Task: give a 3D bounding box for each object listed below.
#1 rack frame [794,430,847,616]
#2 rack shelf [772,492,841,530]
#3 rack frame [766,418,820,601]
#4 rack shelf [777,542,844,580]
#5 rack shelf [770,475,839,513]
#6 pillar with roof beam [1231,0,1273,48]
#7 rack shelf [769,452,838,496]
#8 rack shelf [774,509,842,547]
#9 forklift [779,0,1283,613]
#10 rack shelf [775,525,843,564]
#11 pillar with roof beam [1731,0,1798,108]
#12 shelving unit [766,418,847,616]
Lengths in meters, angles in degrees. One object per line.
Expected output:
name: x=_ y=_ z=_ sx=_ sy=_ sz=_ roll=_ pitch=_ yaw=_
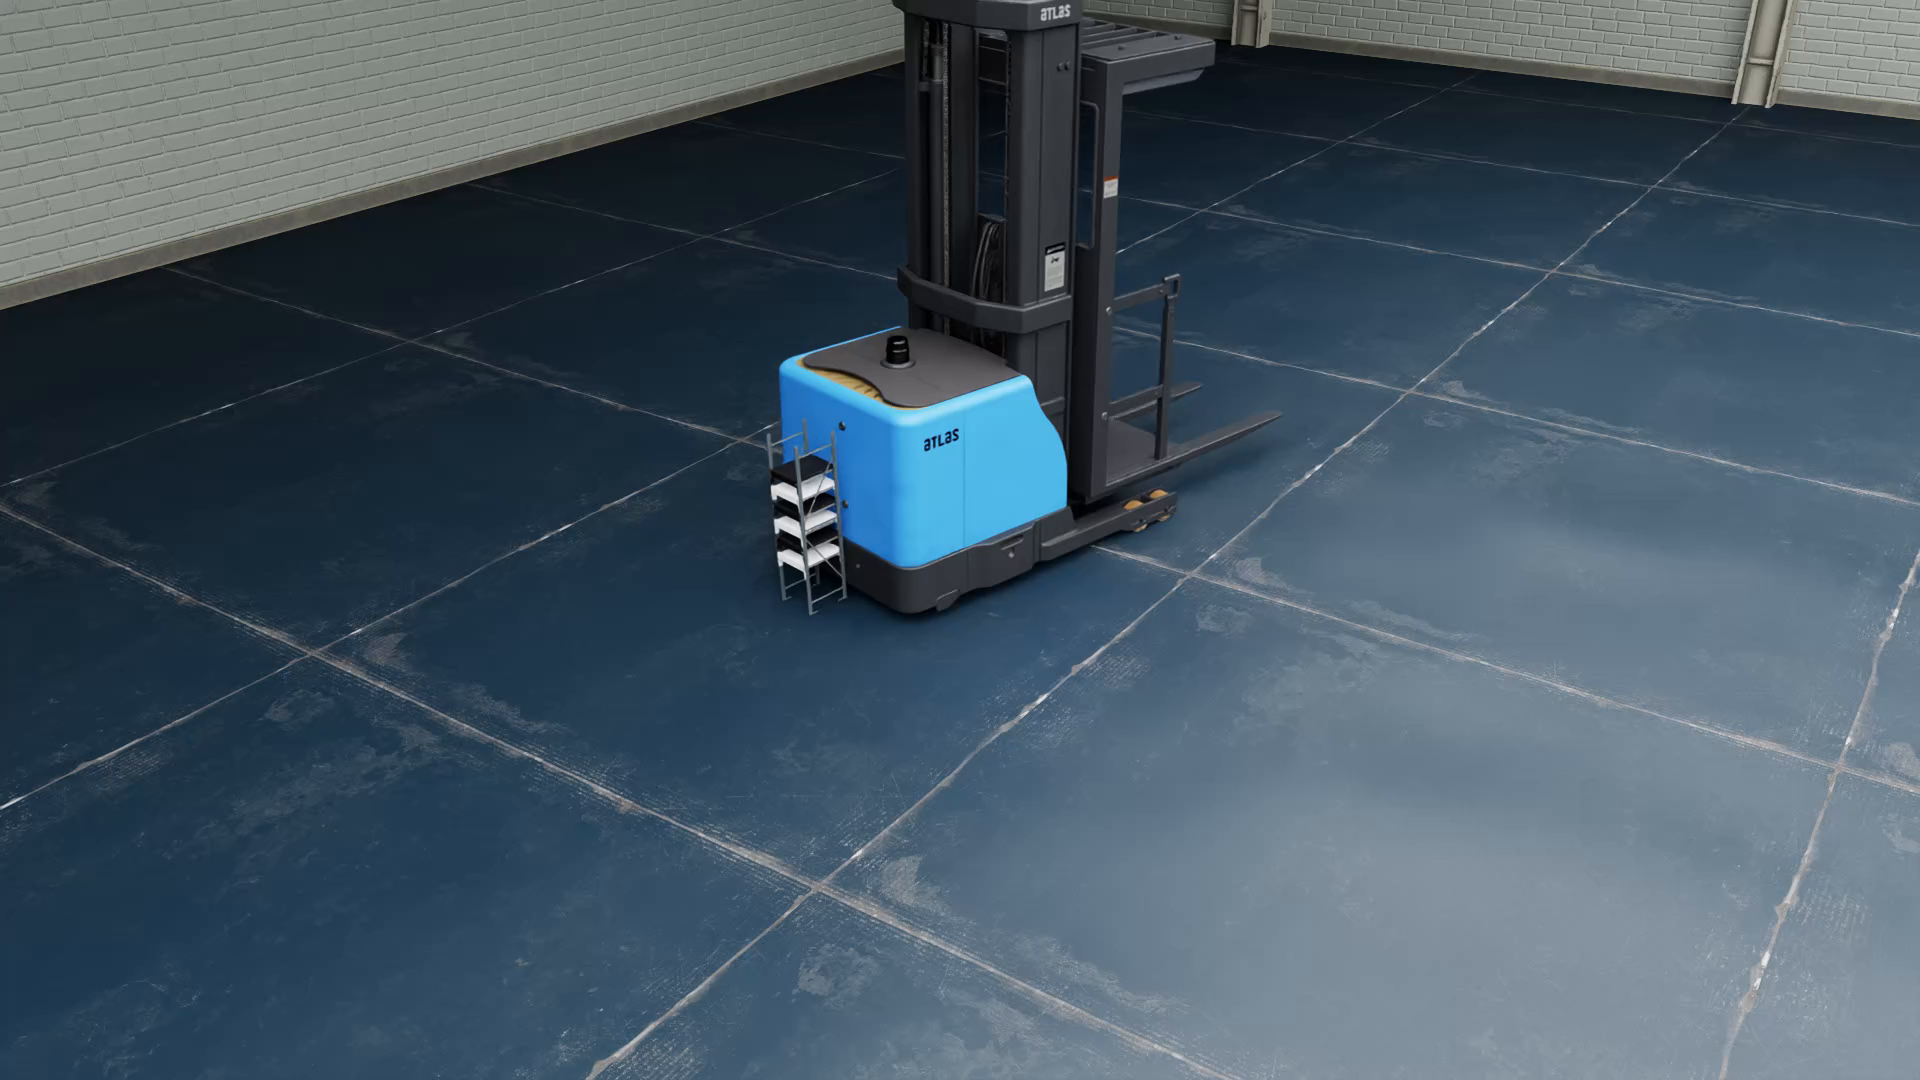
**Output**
rack frame: x=-0.658 y=-0.073 z=7.887 sx=0.240 sy=0.900 sz=0.006 roll=-27 pitch=37 yaw=-37
rack shelf: x=-0.731 y=-0.155 z=7.925 sx=0.258 sy=0.077 sz=0.200 roll=-27 pitch=37 yaw=-37
rack frame: x=-0.800 y=-0.138 z=8.016 sx=0.240 sy=0.900 sz=0.006 roll=-27 pitch=37 yaw=-37
rack shelf: x=-0.722 y=0.081 z=8.054 sx=0.258 sy=0.077 sz=0.200 roll=-27 pitch=37 yaw=-37
rack shelf: x=-0.734 y=-0.234 z=7.881 sx=0.258 sy=0.077 sz=0.200 roll=-27 pitch=37 yaw=-37
pillar with roof beam: x=1.246 y=-8.694 z=15.911 sx=0.400 sy=9.000 sz=9.100 roll=17 pitch=32 yaw=30
rack shelf: x=-0.737 y=-0.313 z=7.838 sx=0.258 sy=0.077 sz=0.200 roll=-27 pitch=37 yaw=-37
rack shelf: x=-0.728 y=-0.076 z=7.968 sx=0.258 sy=0.077 sz=0.200 roll=-27 pitch=37 yaw=-37
forklift: x=0.536 y=-1.507 z=8.480 sx=3.031 sy=2.935 sz=1.130 roll=-22 pitch=34 yaw=-36
rack shelf: x=-0.725 y=0.002 z=8.011 sx=0.258 sy=0.077 sz=0.200 roll=-27 pitch=37 yaw=-37
pillar with roof beam: x=6.191 y=-7.153 z=12.884 sx=0.400 sy=9.000 sz=9.100 roll=17 pitch=32 yaw=30
shelving unit: x=-0.729 y=-0.106 z=7.952 sx=0.258 sy=0.900 sz=0.210 roll=-27 pitch=37 yaw=-37
